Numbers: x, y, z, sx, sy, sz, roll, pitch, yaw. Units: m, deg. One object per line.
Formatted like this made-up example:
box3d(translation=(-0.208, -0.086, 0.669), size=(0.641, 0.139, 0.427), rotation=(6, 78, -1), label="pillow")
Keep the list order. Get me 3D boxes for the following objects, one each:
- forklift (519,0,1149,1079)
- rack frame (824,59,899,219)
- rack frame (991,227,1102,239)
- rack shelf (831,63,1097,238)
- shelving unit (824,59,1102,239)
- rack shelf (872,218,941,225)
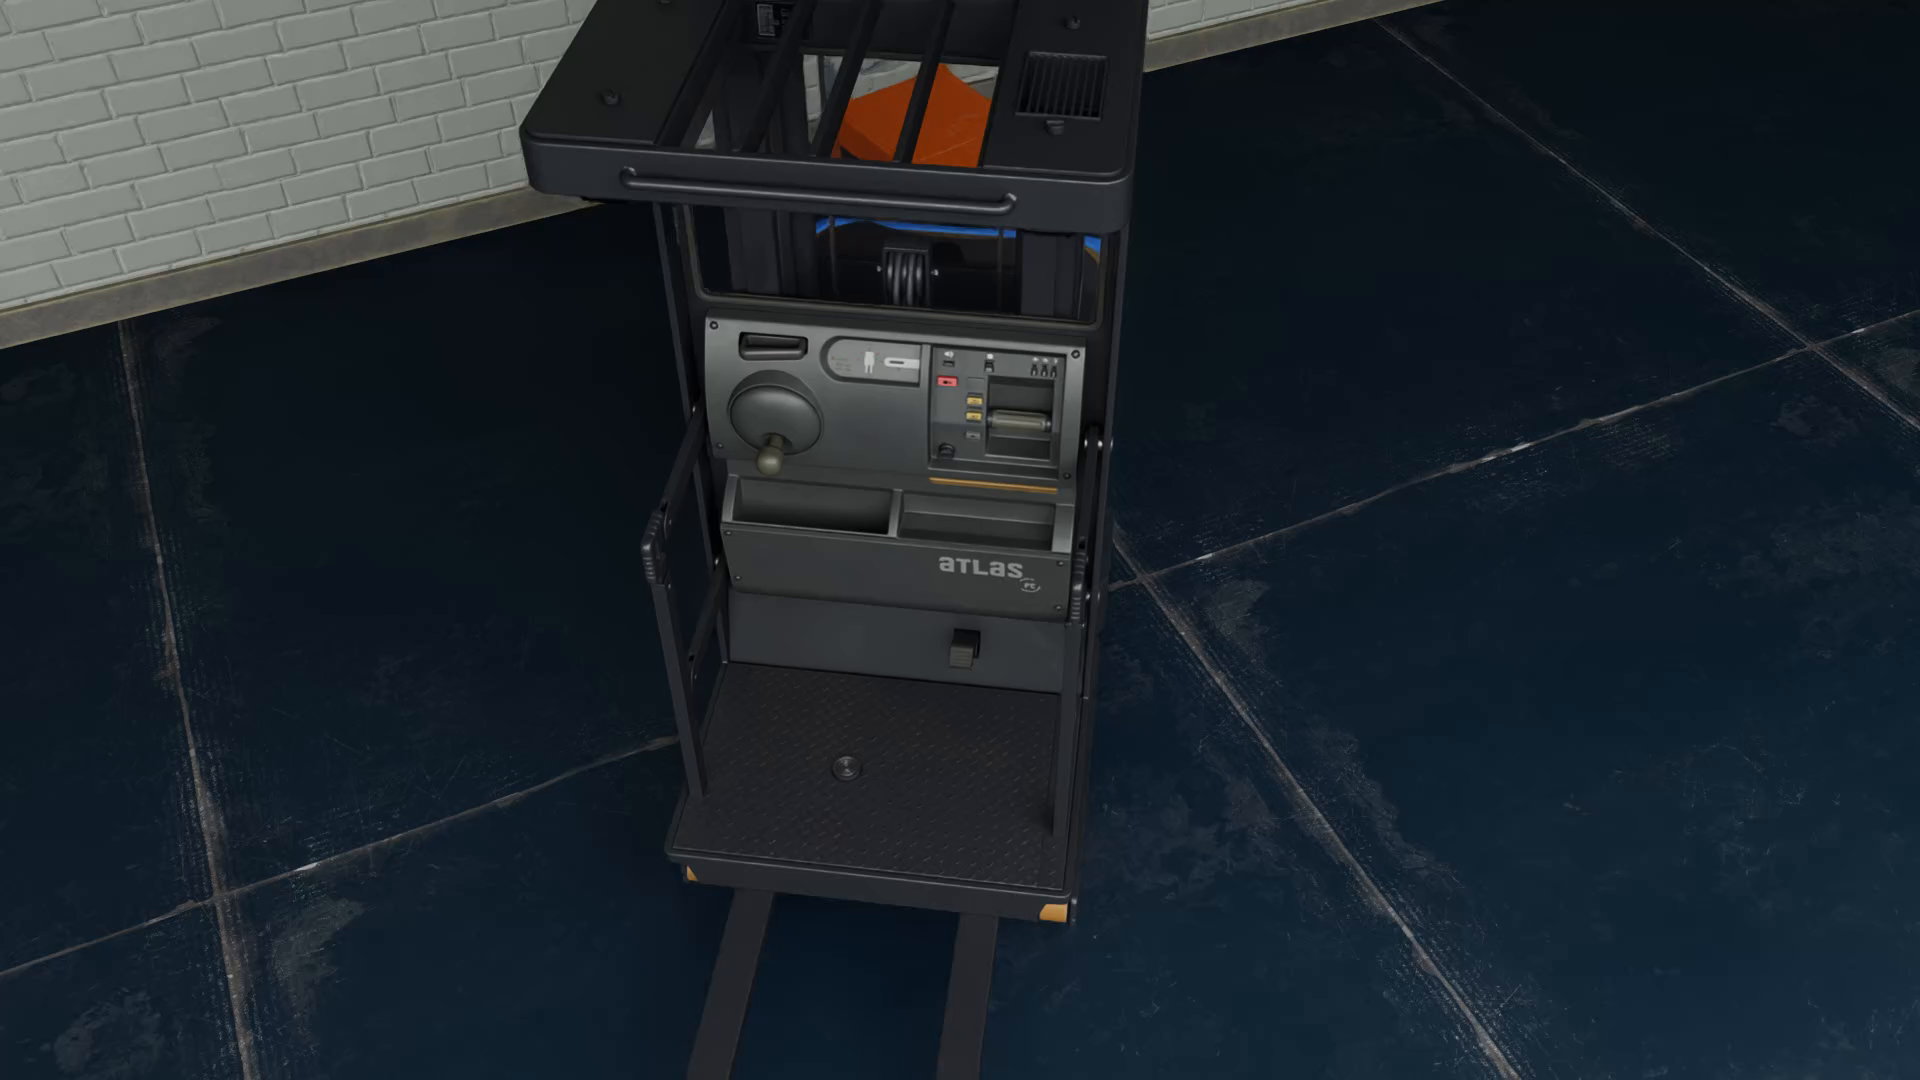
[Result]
box3d(translation=(-0.190, -0.242, 3.909), size=(1.130, 2.935, 3.031), rotation=(5, 45, 5), label="forklift")
box3d(translation=(-0.283, -1.371, 6.339), size=(0.500, 1.125, 0.032), rotation=(-27, 51, -25), label="rack frame")
box3d(translation=(0.310, -0.791, 5.751), size=(0.500, 1.125, 0.032), rotation=(-27, 51, -25), label="rack frame")
box3d(translation=(0.014, -1.289, 5.839), size=(0.538, 0.278, 1.000), rotation=(-27, 51, -25), label="rack shelf")
box3d(translation=(0.014, -1.081, 6.045), size=(0.538, 1.125, 1.048), rotation=(-27, 51, -25), label="shelving unit")
box3d(translation=(0.014, -0.907, 6.217), size=(0.538, 0.278, 1.000), rotation=(-27, 51, -25), label="rack shelf")
